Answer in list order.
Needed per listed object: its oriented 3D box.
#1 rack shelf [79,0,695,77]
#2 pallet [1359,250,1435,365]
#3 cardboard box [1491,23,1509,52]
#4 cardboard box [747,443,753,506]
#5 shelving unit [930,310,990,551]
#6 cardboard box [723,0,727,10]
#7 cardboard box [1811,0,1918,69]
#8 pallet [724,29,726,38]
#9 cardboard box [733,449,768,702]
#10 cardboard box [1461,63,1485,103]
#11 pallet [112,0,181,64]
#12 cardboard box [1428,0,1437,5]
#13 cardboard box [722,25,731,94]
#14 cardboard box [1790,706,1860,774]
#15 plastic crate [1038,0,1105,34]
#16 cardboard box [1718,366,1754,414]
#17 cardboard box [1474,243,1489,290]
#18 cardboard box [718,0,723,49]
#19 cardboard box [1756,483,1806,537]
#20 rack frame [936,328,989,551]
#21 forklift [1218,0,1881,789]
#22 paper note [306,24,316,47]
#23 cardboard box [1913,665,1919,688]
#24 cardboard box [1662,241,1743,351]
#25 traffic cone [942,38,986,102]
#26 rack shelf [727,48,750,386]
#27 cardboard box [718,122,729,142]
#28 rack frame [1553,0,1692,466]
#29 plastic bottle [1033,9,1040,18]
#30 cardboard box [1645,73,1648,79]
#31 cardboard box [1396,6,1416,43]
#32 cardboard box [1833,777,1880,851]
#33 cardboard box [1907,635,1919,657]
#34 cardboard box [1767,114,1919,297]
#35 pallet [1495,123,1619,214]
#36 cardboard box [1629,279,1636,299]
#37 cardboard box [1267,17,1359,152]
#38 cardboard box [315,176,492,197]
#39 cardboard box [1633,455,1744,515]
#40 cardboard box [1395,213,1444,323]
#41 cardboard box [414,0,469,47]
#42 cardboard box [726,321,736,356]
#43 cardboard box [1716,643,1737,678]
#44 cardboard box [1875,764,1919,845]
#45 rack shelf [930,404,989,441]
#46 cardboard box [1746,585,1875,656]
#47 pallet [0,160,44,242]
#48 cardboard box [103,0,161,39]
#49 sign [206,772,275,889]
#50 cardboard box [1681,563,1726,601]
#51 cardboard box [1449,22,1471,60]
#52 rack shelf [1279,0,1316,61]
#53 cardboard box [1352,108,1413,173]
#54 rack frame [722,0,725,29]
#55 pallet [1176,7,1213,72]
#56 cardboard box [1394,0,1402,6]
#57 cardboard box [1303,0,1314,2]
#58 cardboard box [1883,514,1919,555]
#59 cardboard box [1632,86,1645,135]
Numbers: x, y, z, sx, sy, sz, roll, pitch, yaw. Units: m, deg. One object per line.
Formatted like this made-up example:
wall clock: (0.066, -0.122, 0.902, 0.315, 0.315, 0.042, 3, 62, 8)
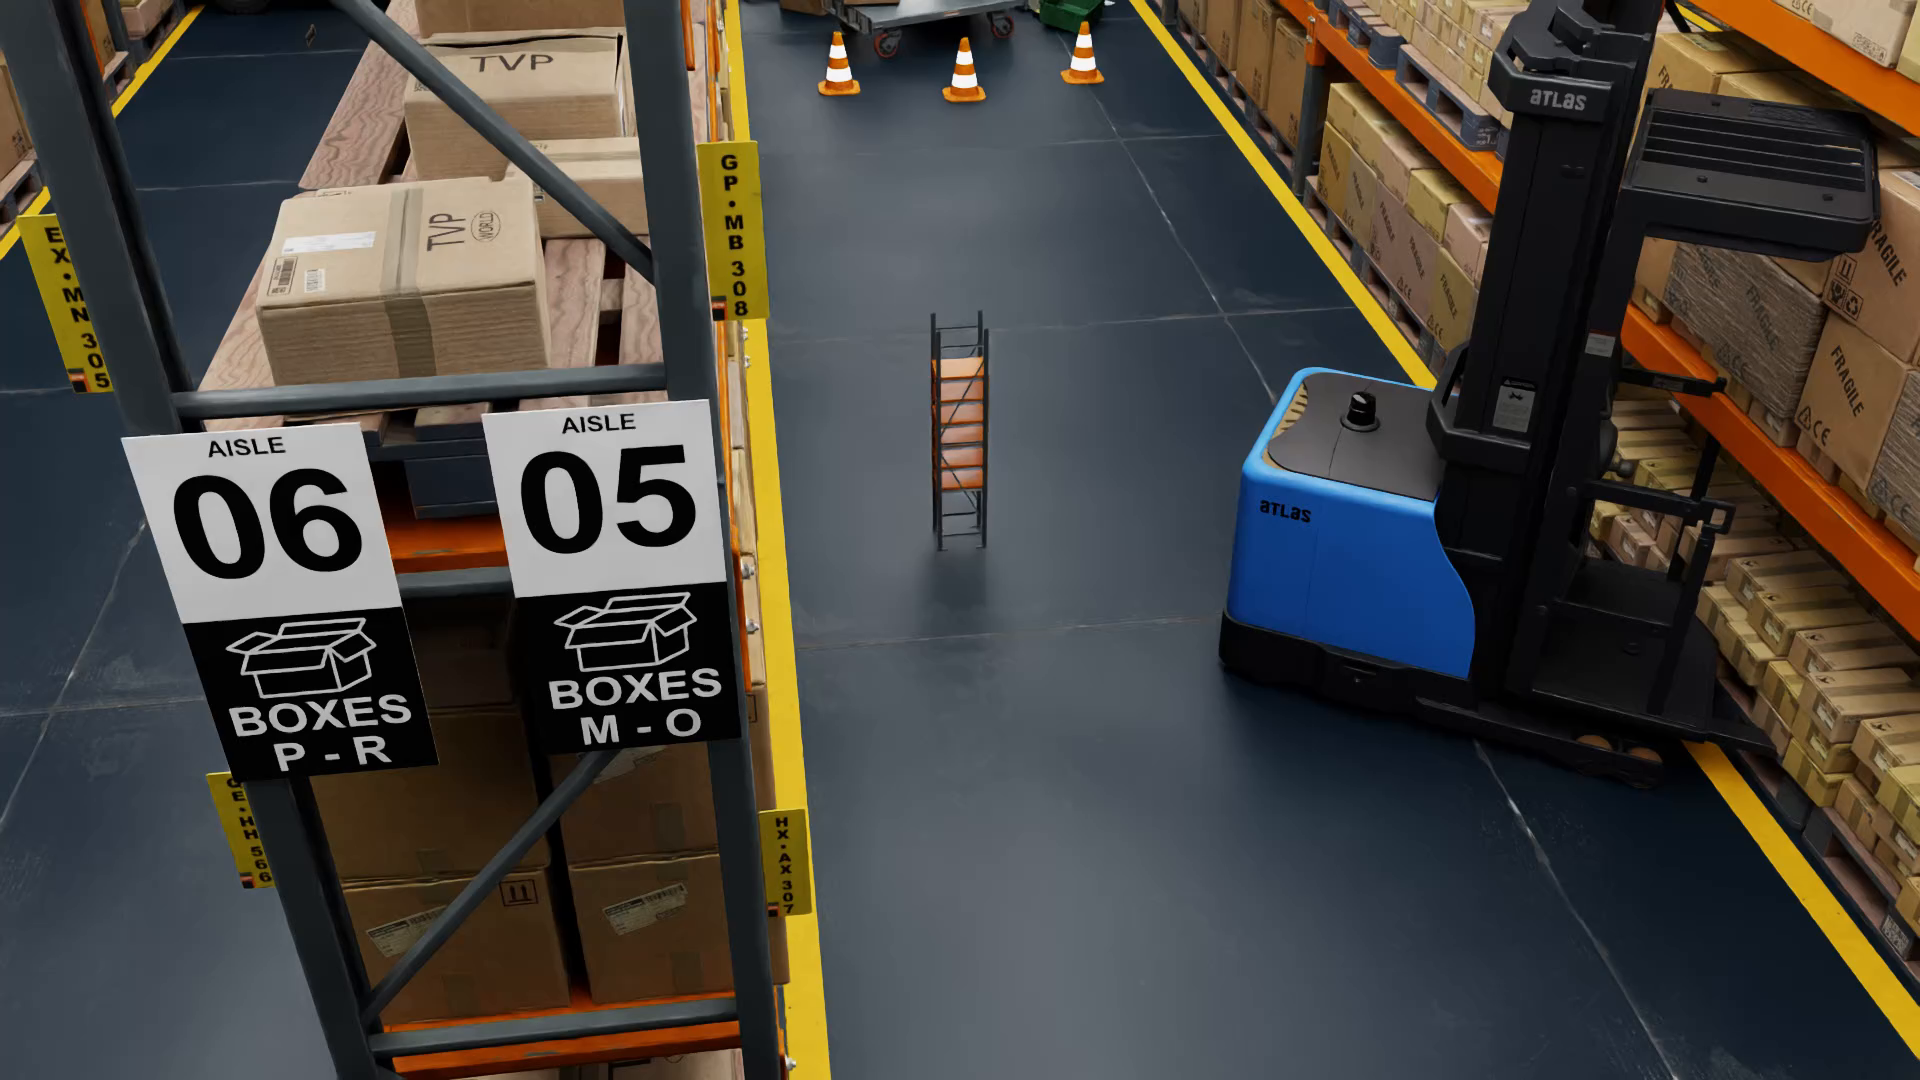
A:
rack shelf: (-1.206, -1.985, 4.165, 1.077, 0.370, 4.000, -4, 35, -6)
pallet: (3.143, -1.480, 10.234, 1.003, 0.211, 1.213, -4, 35, -6)
cardboard box: (3.035, -2.618, 8.750, 0.380, 0.149, 0.250, -5, 35, -8)
cardboard box: (-0.947, -0.026, 5.536, 0.500, 0.500, 0.500, -3, 34, -5)
shelving unit: (-0.002, -0.504, 7.924, 0.258, 1.200, 0.189, -4, 35, -6)
cardboard box: (-2.362, -4.935, 14.897, 0.500, 0.250, 0.500, -6, 35, -9)
cardboard box: (3.345, -1.844, 5.761, 0.500, 0.250, 0.500, -3, 34, -4)
pallet: (-2.444, -3.962, 13.876, 1.003, 0.211, 1.213, -4, 35, -6)
cardboard box: (-0.795, 0.116, 4.439, 0.500, 0.500, 0.500, -5, 35, -8)
cardboard box: (2.989, -2.518, 9.132, 0.380, 0.149, 0.250, -3, 34, -4)
pallet: (-7.534, -4.465, 14.614, 1.003, 0.211, 1.213, -4, 35, -6)
cardboard box: (2.890, -3.205, 9.611, 0.380, 0.149, 0.250, -3, 34, -4)
cardboard box: (-1.534, -2.640, 9.149, 0.500, 0.250, 0.500, -5, 35, -8)
cardboard box: (3.447, 0.748, 6.384, 0.380, 0.149, 0.250, -4, 34, -6)
plastic crate: (1.020, -4.839, 15.133, 0.450, 0.188, 0.662, 21, 39, 12)
cardboard box: (3.327, -0.648, 6.760, 0.380, 0.149, 0.250, -4, 34, -5)
cardboard box: (3.066, -1.362, 8.766, 0.500, 0.250, 0.500, -5, 35, -8)
cardboard box: (-1.546, -2.939, 8.922, 0.500, 0.500, 0.500, -4, 35, -6)
cardboard box: (3.795, -0.149, 7.436, 0.380, 0.149, 0.250, -3, 34, -5)
rack frame: (0.010, -0.453, 7.849, 0.240, 1.200, 0.006, -4, 35, -6)
forklift: (2.711, -0.543, 6.444, 3.031, 2.935, 1.130, 14, 37, 19)
paper note: (-1.796, -1.395, 4.593, 0.006, 0.032, 0.123, -4, 35, -6)
cardboard box: (3.903, 0.559, 6.660, 0.380, 0.149, 0.250, -3, 34, -4)
cardboard box: (3.308, -1.109, 6.860, 0.500, 0.500, 0.500, -4, 35, -6)
traffic cone: (0.034, -3.828, 13.456, 0.336, 0.463, 0.334, -4, 35, -6)
rack shelf: (-1.743, -1.903, 9.017, 1.077, 0.370, 4.000, -4, 35, -6)
cardboard box: (-1.137, -1.296, 6.512, 0.500, 0.500, 0.500, -5, 35, -7)
rack frame: (3.417, -1.515, 7.810, 1.000, 3.000, 0.127, -4, 35, -6)
plastic bottle: (0.808, -4.805, 15.247, 0.133, 0.061, 0.283, -24, 41, -30)
cardboard box: (3.712, -2.396, 8.689, 0.380, 0.149, 0.250, -6, 35, -8)
cardboard box: (2.850, -3.101, 9.988, 0.380, 0.149, 0.250, -3, 34, -4)
cardboard box: (3.546, 1.017, 6.253, 0.380, 0.149, 0.250, -4, 34, -6)
cardboard box: (4.025, 0.424, 6.594, 0.380, 0.149, 0.250, -4, 34, -6)
cardboard box: (3.358, -1.251, 6.181, 0.500, 0.500, 0.500, -4, 34, -6)
pallet: (3.458, -1.874, 8.506, 1.003, 0.211, 1.213, -4, 35, -6)
cardboard box: (3.131, -1.229, 7.612, 0.380, 0.149, 0.250, -3, 34, -5)
cardboard box: (2.886, -3.338, 12.109, 1.050, 0.750, 0.750, -5, 35, -7)
cardboard box: (-1.222, -0.675, 3.674, 0.380, 0.149, 0.250, -7, 35, -10)
cardboard box: (3.319, -0.253, 7.588, 0.380, 0.149, 0.250, -5, 35, -7)
cardboard box: (2.934, -1.623, 9.814, 0.500, 0.500, 0.500, -5, 35, -7)
cardboard box: (-1.261, -1.831, 5.056, 0.797, 0.503, 0.637, -2, 34, -3)
cardboard box: (-0.877, -0.662, 5.005, 0.380, 0.149, 0.250, -5, 35, -8)
cardboard box: (3.362, 0.438, 7.103, 0.380, 0.149, 0.250, -5, 35, -8)
cardboard box: (3.495, 0.920, 5.867, 0.380, 0.149, 0.250, -5, 35, -7)
rack shelf: (-0.002, -0.566, 7.881, 0.258, 0.103, 0.180, -4, 35, -6)
cardboard box: (3.443, 0.325, 6.739, 0.380, 0.149, 0.250, -4, 34, -6)
pallet: (-7.003, -2.248, 11.362, 1.003, 0.211, 1.213, -4, 35, -6)
cardboard box: (-7.205, -4.503, 14.262, 0.500, 0.250, 0.500, -4, 34, -6)
sign: (-1.476, 0.605, 3.460, 0.100, 0.325, 0.005, -4, 35, -6)
cardboard box: (3.387, 0.167, 7.236, 0.380, 0.149, 0.250, -3, 34, -4)
cardboard box: (2.960, -2.786, 9.261, 0.380, 0.149, 0.250, -3, 34, -5)
rack shelf: (2.610, -4.566, 12.926, 1.077, 0.370, 4.000, -4, 35, -6)
cardboard box: (2.800, -2.512, 10.453, 0.500, 0.250, 0.500, -5, 35, -7)
rack frame: (-2.550, -5.548, 13.728, 1.000, 3.000, 0.127, -4, 35, -6)
pallet: (2.520, -4.402, 14.523, 1.003, 0.211, 1.213, -4, 35, -6)
cardboard box: (2.823, -3.355, 10.096, 0.380, 0.149, 0.250, -5, 35, -8)
cardboard box: (2.552, -4.020, 11.396, 0.500, 0.500, 0.500, -4, 35, -6)
cardboard box: (3.545, -0.065, 5.906, 0.380, 0.149, 0.250, -6, 35, -8)
cardboard box: (3.170, -2.040, 7.902, 0.380, 0.149, 0.250, -3, 34, -4)
